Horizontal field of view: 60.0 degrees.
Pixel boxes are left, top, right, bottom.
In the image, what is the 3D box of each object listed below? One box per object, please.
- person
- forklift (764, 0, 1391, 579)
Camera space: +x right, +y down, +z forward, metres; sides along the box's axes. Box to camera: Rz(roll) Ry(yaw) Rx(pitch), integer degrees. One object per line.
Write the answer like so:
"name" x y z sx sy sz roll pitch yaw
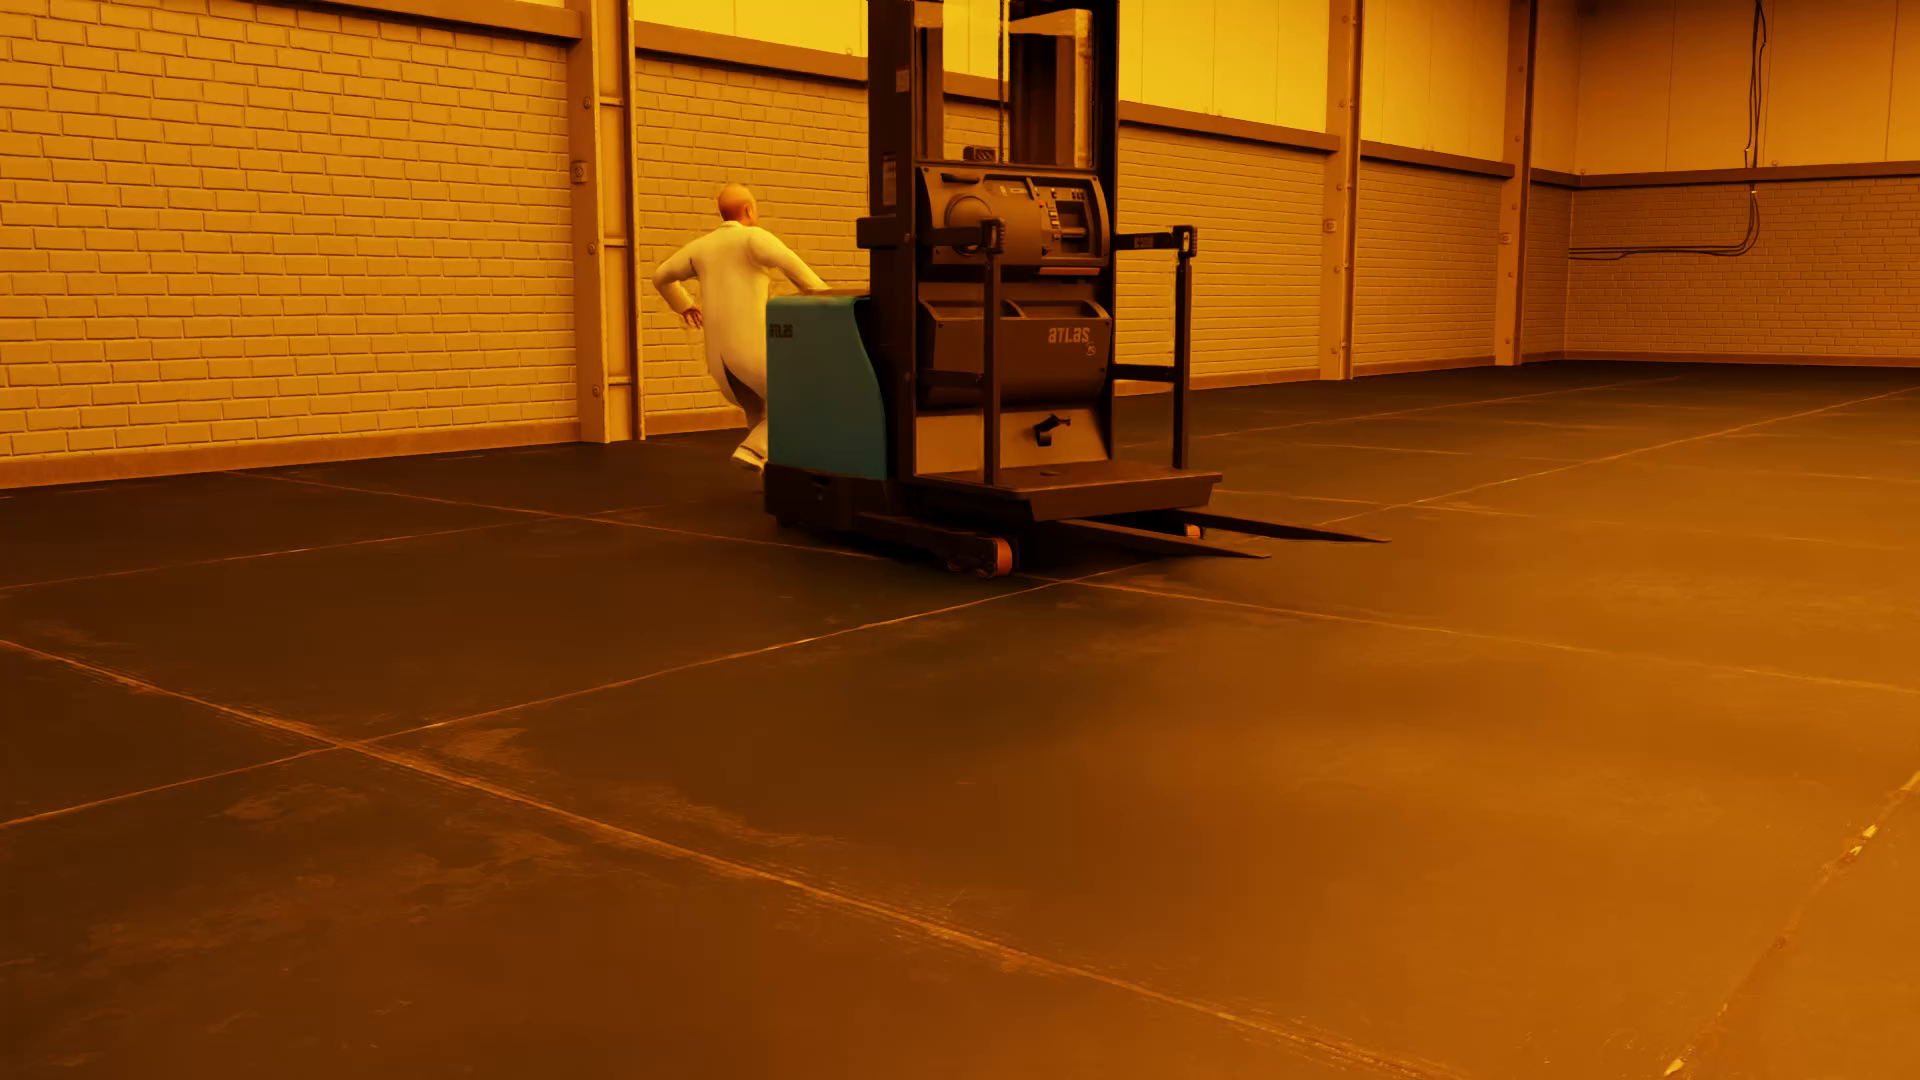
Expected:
"person" -0.999 -1.047 8.898 1.090 1.646 0.933 7 11 39
"forklift" 0.363 -1.379 6.707 1.130 2.935 3.031 -6 10 -36
